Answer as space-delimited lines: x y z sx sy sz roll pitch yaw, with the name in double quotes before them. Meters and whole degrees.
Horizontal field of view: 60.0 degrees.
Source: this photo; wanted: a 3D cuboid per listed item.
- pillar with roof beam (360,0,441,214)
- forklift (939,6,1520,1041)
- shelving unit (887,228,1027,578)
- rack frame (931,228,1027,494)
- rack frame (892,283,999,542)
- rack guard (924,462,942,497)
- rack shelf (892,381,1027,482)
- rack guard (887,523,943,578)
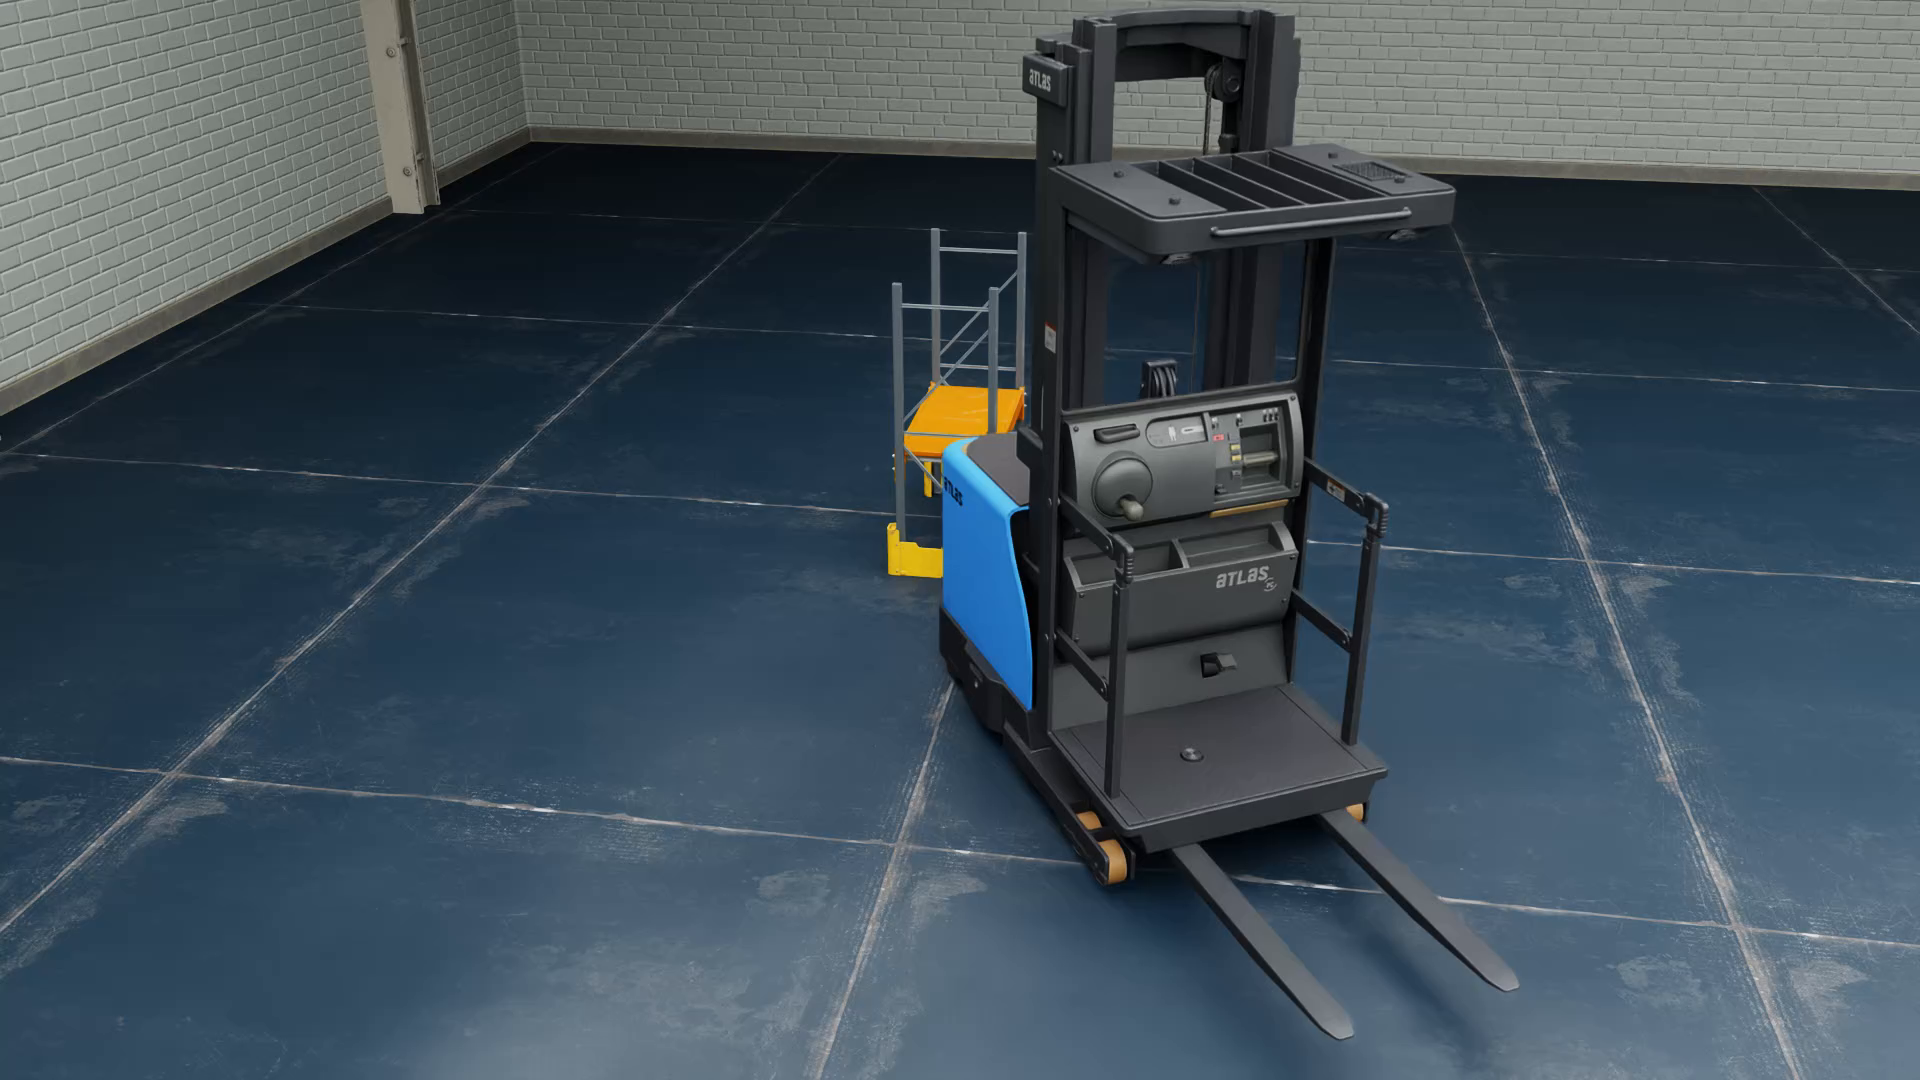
"pillar with roof beam" -0.748 -6.825 12.715 9.100 9.000 0.400 4 25 9
"forklift" 0.909 -0.270 5.869 1.130 2.935 3.031 -9 27 -19
"shelving unit" 0.012 -0.711 8.500 0.587 1.500 1.083 4 25 9
"rack frame" 0.097 -0.928 8.962 0.500 1.500 0.032 4 25 9
"rack frame" -0.069 -0.502 8.054 0.500 1.500 0.032 4 25 9
"rack guard" 0.094 -0.353 9.210 0.587 0.250 0.087 4 25 9
"rack shelf" 0.014 -0.552 8.585 0.538 0.185 1.000 4 25 9
"rack guard" -0.069 0.063 8.320 0.587 0.250 0.087 4 25 9
